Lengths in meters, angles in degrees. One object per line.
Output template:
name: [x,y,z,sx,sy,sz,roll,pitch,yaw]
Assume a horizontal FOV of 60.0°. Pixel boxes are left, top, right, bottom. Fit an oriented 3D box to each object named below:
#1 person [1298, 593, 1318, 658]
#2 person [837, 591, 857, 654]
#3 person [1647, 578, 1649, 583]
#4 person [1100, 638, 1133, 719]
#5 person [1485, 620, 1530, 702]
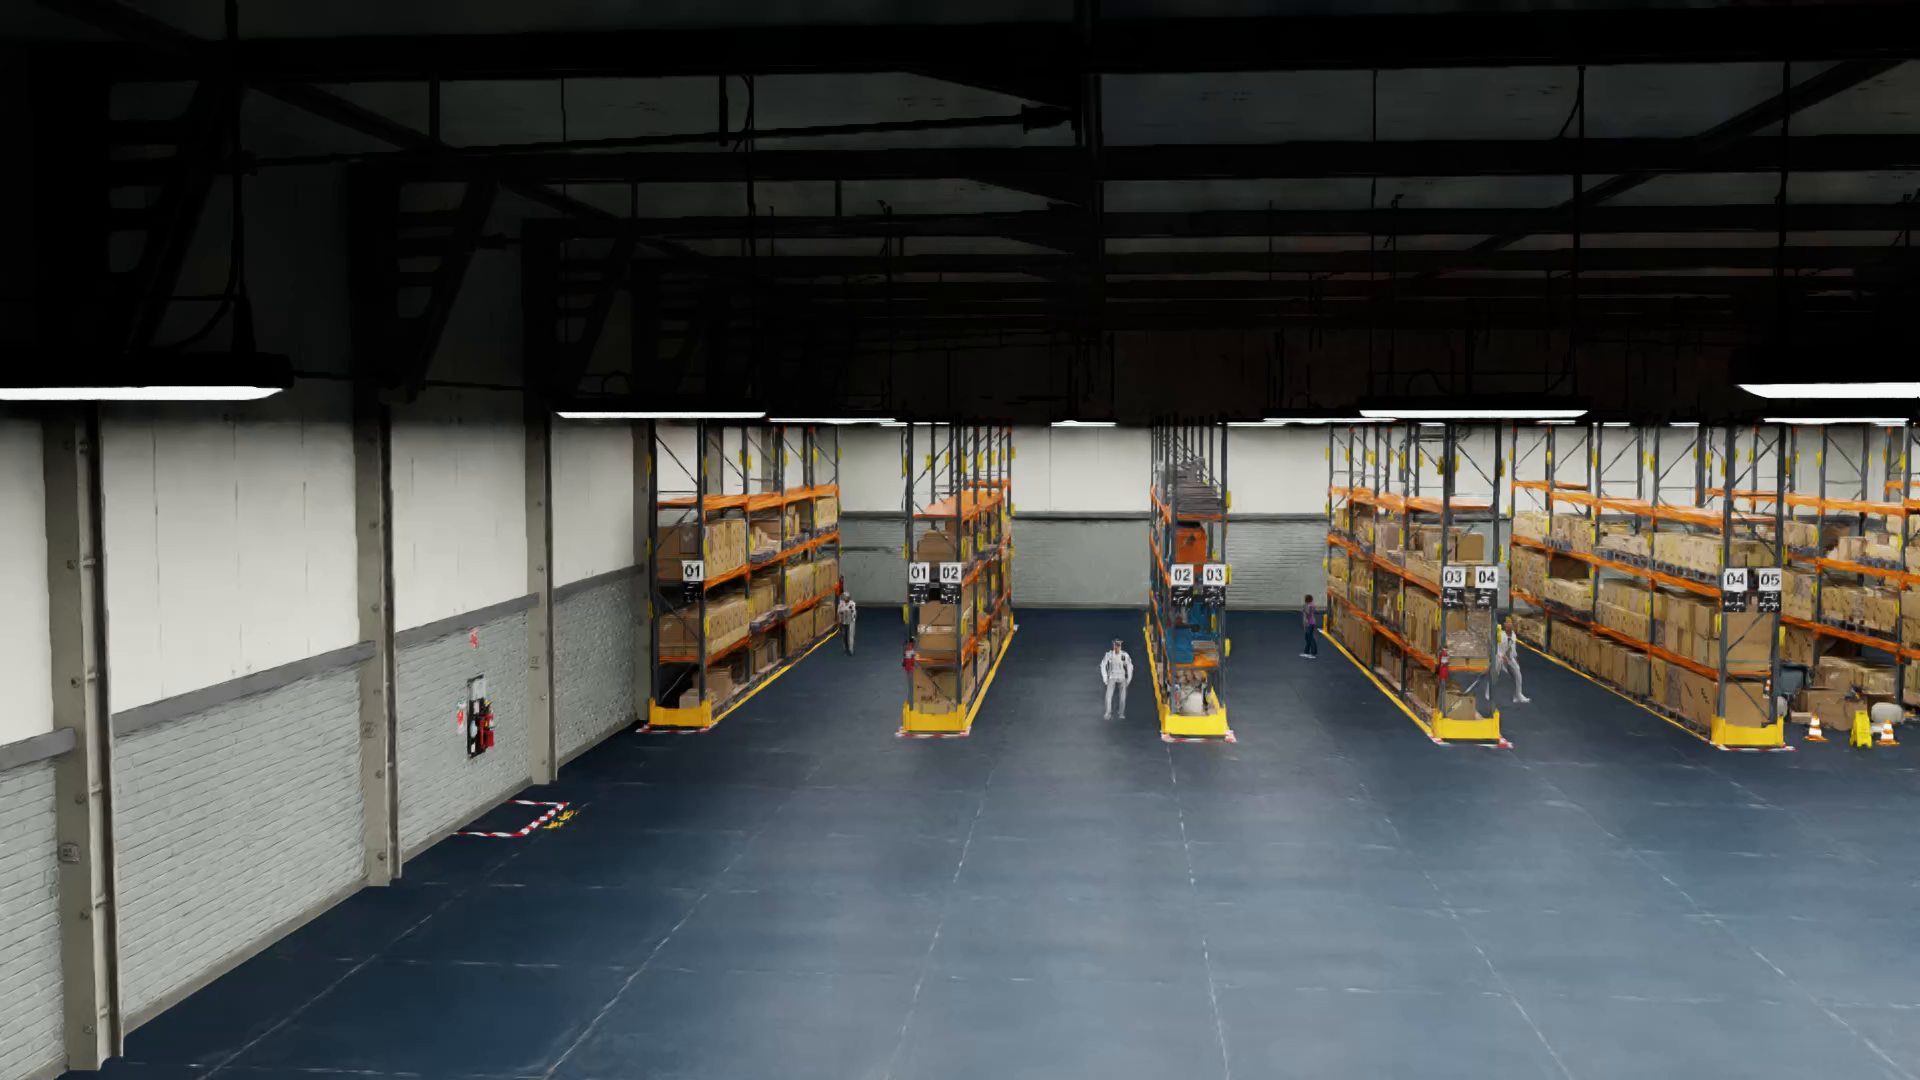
person: [8.686,2.124,41.456,0.540,1.587,0.527,2,4,26]
person: [-2.867,2.069,42.192,0.496,1.563,1.090,0,4,3]
person: [18.193,1.865,43.878,0.605,1.775,0.657,1,4,21]
person: [3.076,2.719,32.655,0.639,1.627,0.497,0,4,4]
person: [11.397,2.514,34.819,0.735,1.715,0.896,-1,4,-11]
